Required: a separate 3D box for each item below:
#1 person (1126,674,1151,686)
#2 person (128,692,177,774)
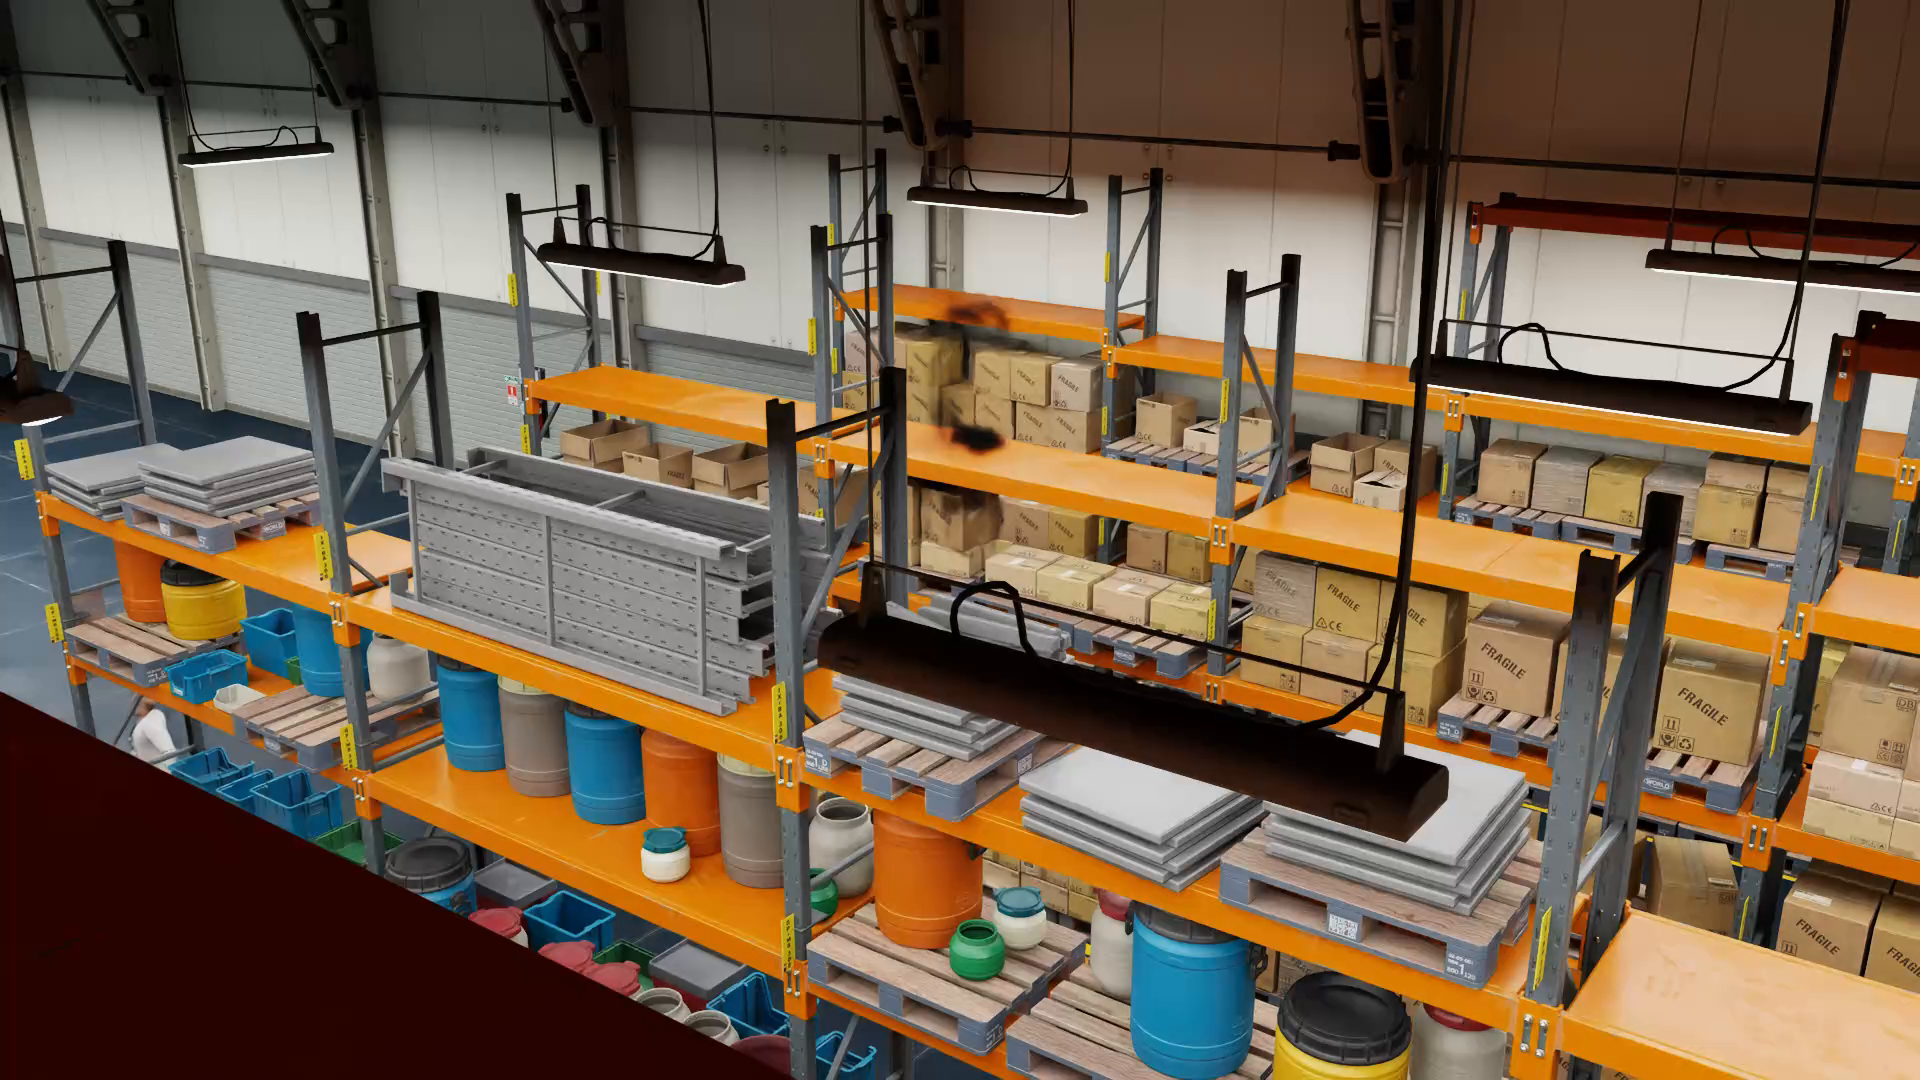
[{"bbox_3d":[1.774,1.933,16.865,0.604,1.551,0.513,8,20,23],"label":"person"},{"bbox_3d":[-7.626,2.231,15.714,0.716,1.733,0.690,-6,19,-16],"label":"person"}]
